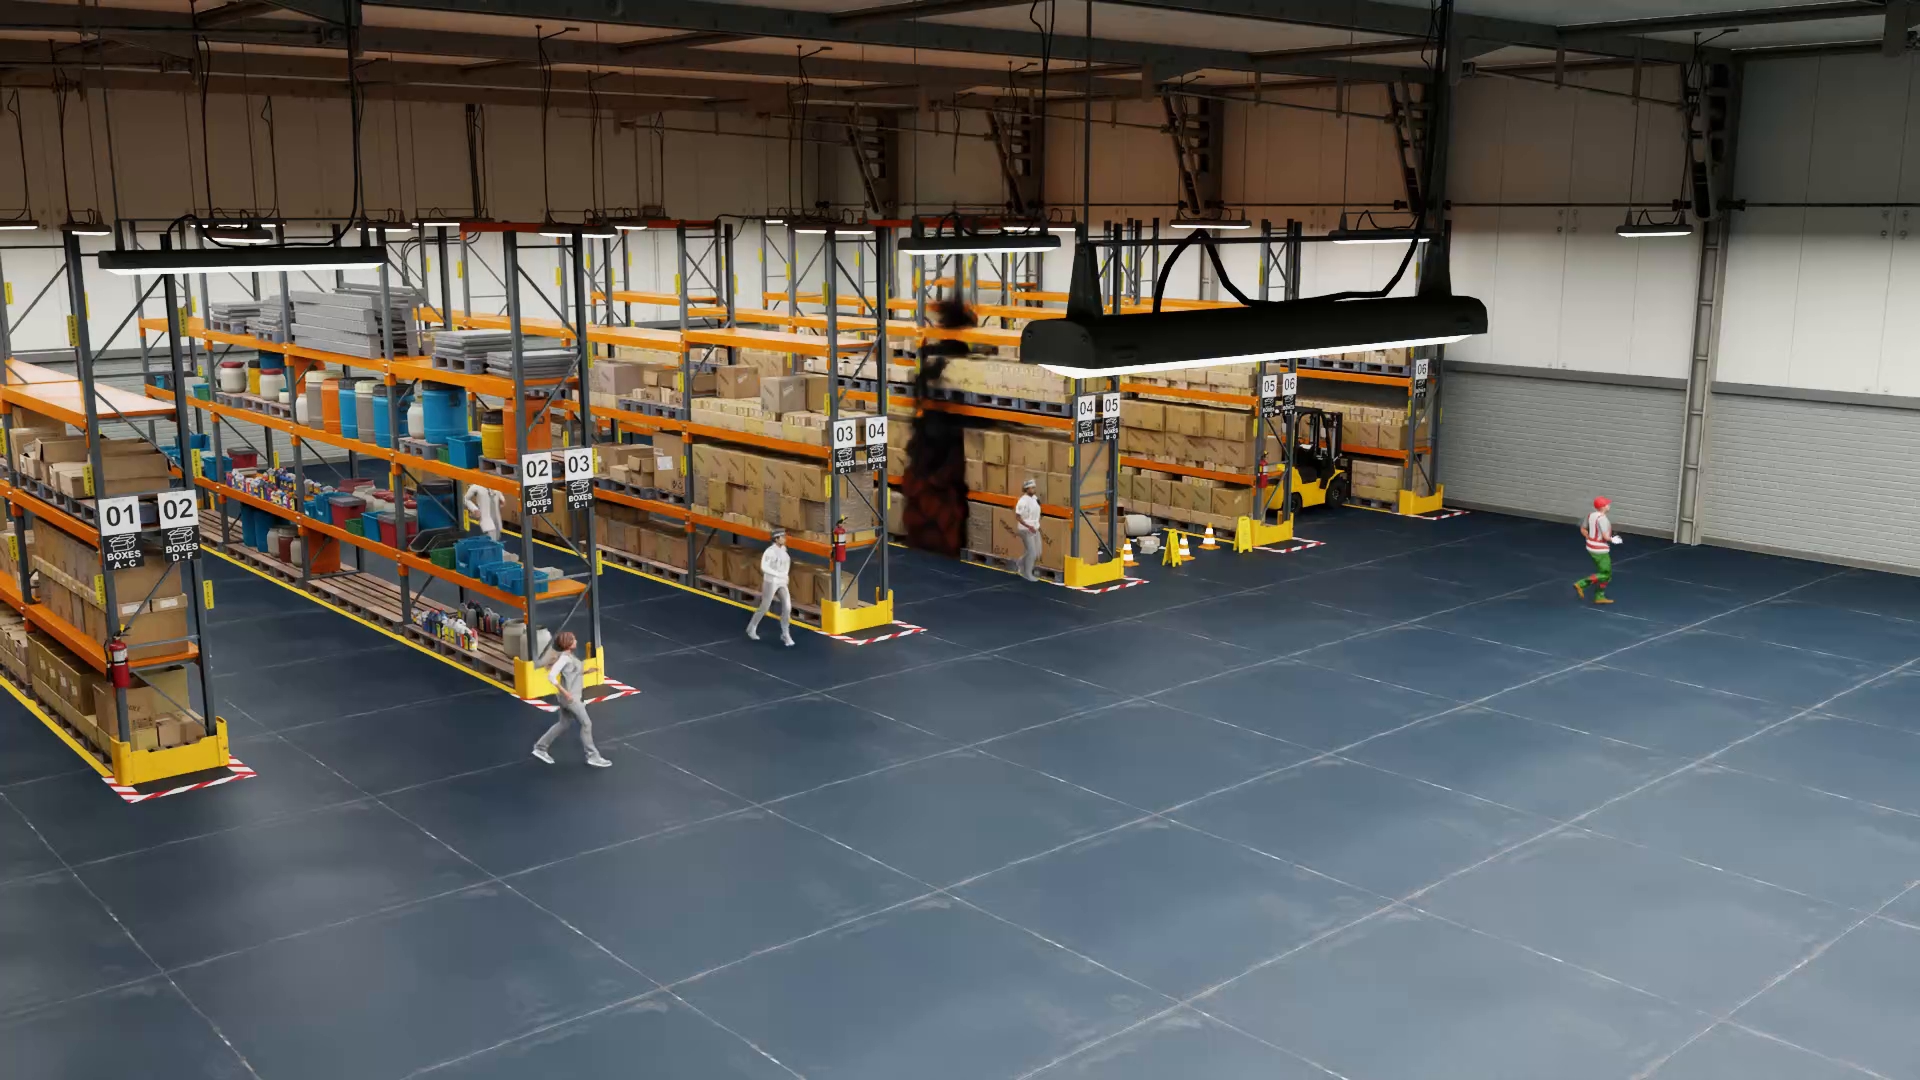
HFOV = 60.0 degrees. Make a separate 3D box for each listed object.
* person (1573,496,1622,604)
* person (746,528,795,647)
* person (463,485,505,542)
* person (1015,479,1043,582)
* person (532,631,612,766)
[{"bbox_3d":[10.174,0.168,26.611,0.720,1.750,0.653,-1,11,-4],"label":"person"},{"bbox_3d":[-2.688,0.667,24.358,0.779,1.732,0.673,8,14,34],"label":"person"},{"bbox_3d":[-8.330,-0.388,29.327,0.979,1.751,0.719,9,14,37],"label":"person"},{"bbox_3d":[1.113,-0.176,27.132,0.508,1.680,0.604,8,14,35],"label":"person"},{"bbox_3d":[-4.413,1.802,18.780,0.871,1.597,0.531,-3,12,-16],"label":"person"}]
